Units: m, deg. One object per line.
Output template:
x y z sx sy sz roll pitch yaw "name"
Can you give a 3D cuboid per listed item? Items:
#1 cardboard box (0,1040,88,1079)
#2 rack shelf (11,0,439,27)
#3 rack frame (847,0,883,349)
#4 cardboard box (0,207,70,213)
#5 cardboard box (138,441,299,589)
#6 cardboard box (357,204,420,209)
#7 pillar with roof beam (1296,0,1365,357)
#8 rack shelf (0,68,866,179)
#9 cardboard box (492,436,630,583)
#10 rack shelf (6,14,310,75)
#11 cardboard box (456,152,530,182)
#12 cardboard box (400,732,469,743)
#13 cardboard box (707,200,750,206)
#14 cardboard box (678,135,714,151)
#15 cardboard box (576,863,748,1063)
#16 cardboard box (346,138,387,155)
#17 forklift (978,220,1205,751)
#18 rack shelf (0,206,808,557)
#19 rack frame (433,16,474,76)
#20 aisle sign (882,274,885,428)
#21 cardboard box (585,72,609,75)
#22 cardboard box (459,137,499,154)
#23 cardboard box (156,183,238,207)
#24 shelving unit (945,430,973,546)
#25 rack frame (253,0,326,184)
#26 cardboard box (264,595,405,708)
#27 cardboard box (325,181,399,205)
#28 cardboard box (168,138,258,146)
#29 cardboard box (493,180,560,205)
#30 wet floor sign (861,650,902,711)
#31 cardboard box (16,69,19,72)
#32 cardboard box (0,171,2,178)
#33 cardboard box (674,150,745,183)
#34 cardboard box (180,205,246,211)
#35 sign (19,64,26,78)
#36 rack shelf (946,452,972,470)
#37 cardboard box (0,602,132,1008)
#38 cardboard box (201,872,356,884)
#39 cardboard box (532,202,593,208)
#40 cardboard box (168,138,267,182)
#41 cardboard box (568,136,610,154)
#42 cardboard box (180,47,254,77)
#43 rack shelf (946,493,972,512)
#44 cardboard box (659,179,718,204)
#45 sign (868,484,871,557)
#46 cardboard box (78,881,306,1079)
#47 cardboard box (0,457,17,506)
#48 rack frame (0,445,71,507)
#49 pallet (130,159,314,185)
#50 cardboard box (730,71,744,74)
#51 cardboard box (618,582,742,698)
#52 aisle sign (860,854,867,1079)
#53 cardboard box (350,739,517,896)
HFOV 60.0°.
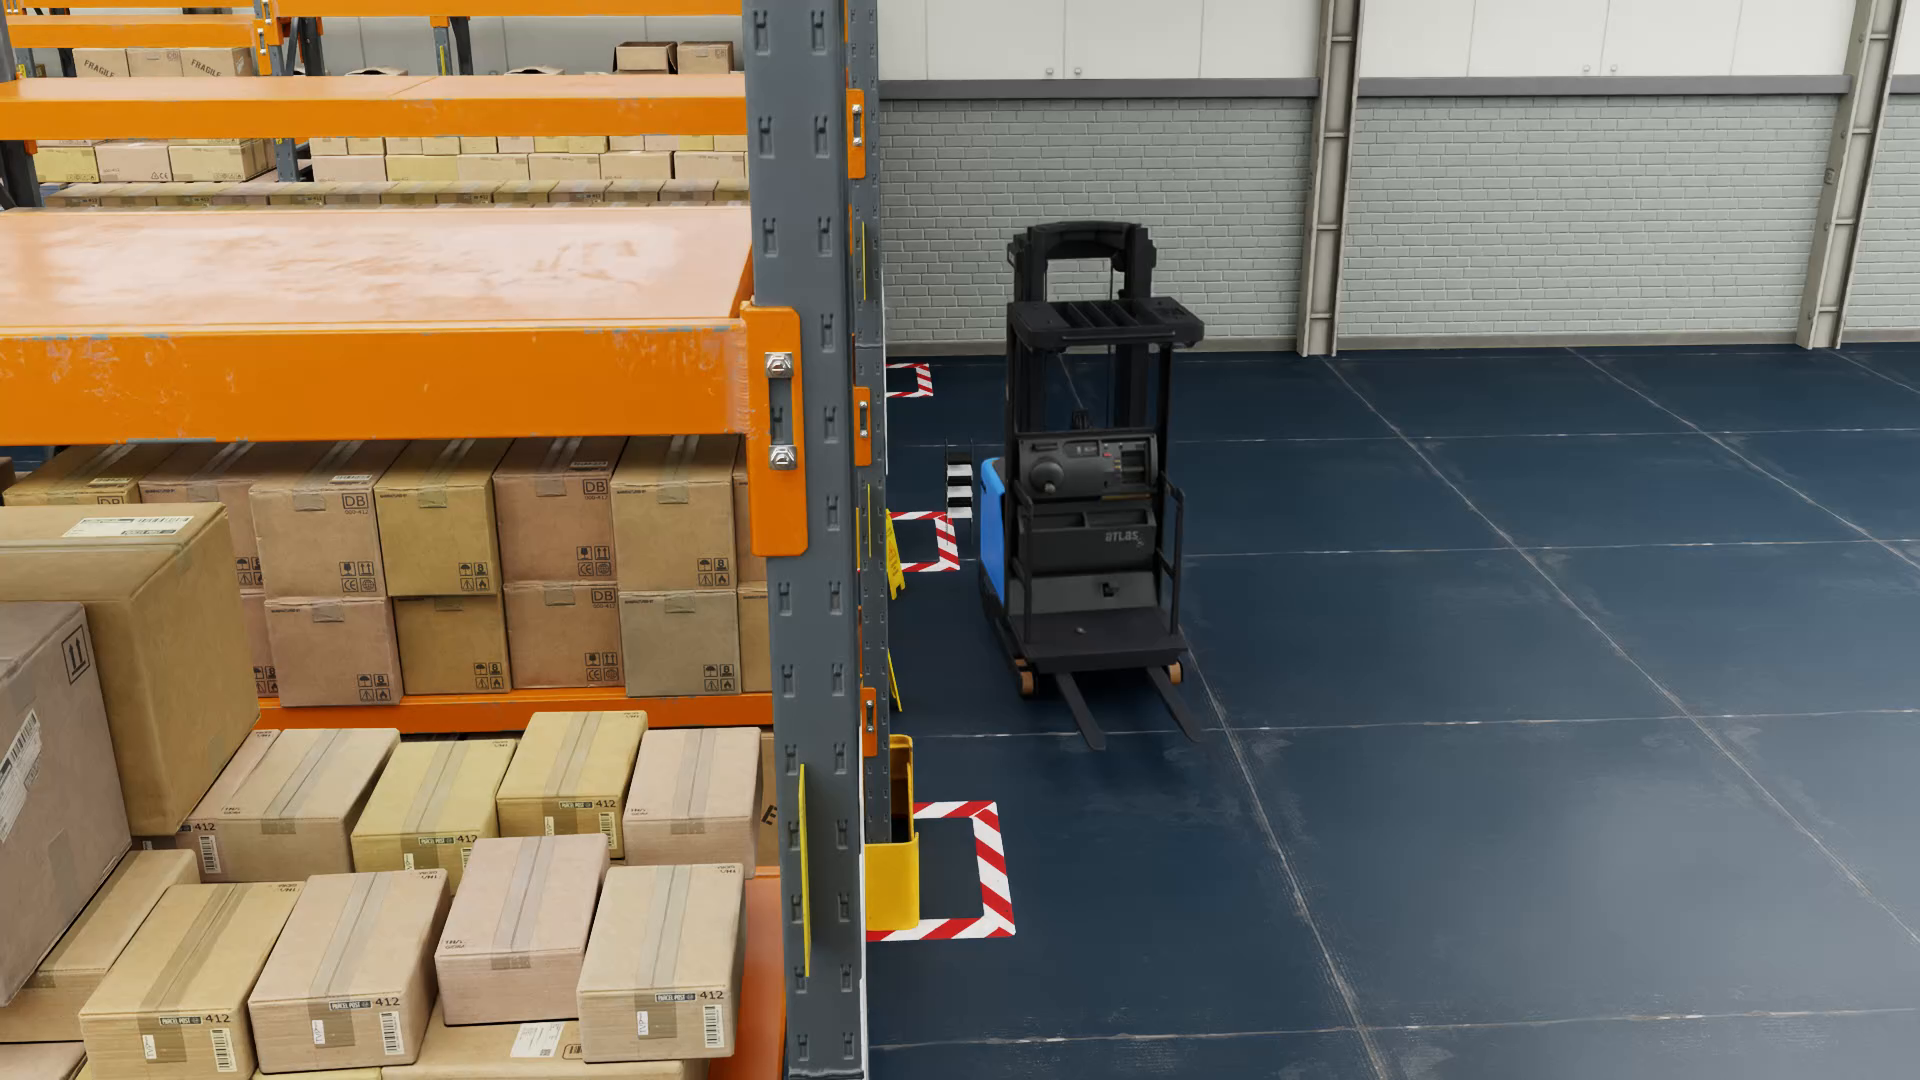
-1.730 0.921 2.982 0.500 0.250 0.500 -1 21 -2 "cardboard box"
-7.096 -5.308 16.489 4.000 0.370 1.077 -1 21 -3 "rack shelf"
-0.435 -2.434 7.366 0.127 3.000 1.000 -1 21 -3 "rack frame"
-4.046 -1.335 7.199 0.250 0.149 0.380 -1 21 -3 "cardboard box"
-3.516 -0.171 8.127 0.550 0.550 0.875 -1 21 -3 "cardboard box"
-2.527 -1.366 7.280 0.250 0.149 0.380 -1 21 -3 "cardboard box"
4.383 -4.852 13.717 0.400 9.000 9.100 -1 21 -3 "pillar with roof beam"
-2.432 -1.870 7.458 4.000 0.370 1.077 -1 21 -3 "rack shelf"
-1.919 -0.204 8.212 0.550 0.550 0.875 -1 21 -3 "cardboard box"
-6.809 -3.545 11.858 4.000 0.370 1.077 -1 21 -3 "rack shelf"
-3.342 -2.707 12.092 0.500 0.250 0.500 -1 21 -3 "cardboard box"
-2.897 1.240 8.543 0.875 0.875 0.875 -1 21 -3 "cardboard box"
-1.002 -1.398 7.363 0.250 0.149 0.380 -1 21 -3 "cardboard box"
-1.909 -2.942 12.148 0.250 0.149 0.380 -1 21 -3 "cardboard box"
-0.513 0.732 2.916 0.250 0.149 0.380 -1 21 -3 "cardboard box"
-4.221 -2.868 11.956 0.250 0.149 0.380 -1 21 -1 "cardboard box"
0.881 -0.480 10.764 1.130 2.935 3.031 -3 21 -9 "forklift"
-2.250 -0.291 2.755 4.000 0.370 1.077 -1 21 -3 "rack shelf"
-5.099 -5.872 16.397 0.127 3.000 1.000 -1 21 -3 "rack frame"
-0.382 -0.953 8.255 0.004 0.787 0.394 -1 21 -3 "aisle sign"
-3.600 -4.573 16.658 0.258 0.266 0.396 -2 21 -4 "cardboard box"
-3.449 -2.889 12.011 0.250 0.149 0.380 -2 21 -5 "cardboard box"
-3.579 -1.579 7.840 0.250 0.149 0.380 -1 21 -3 "cardboard box"
-0.008 -0.420 13.460 0.210 0.900 0.258 -1 21 -3 "shelving unit"
-4.812 -4.109 11.766 0.127 3.000 1.000 -1 21 -3 "rack frame"
-2.968 0.381 8.194 0.550 0.550 0.875 -1 21 -3 "cardboard box"
-2.822 -1.595 7.880 0.250 0.149 0.380 -1 21 -4 "cardboard box"
-5.384 -3.010 12.013 0.500 0.250 0.500 -1 21 -2 "cardboard box"
-2.056 -1.611 7.922 0.250 0.149 0.380 -1 21 -4 "cardboard box"
-0.520 0.766 10.701 0.232 0.644 0.267 -5 21 -12 "wet floor sign"
-9.419 -4.532 16.326 0.250 0.149 0.380 0 21 -1 "cardboard box"
-7.285 -2.715 12.176 0.637 0.503 0.797 -1 21 -3 "cardboard box"
-1.818 -2.746 12.195 0.500 0.250 0.500 -1 21 -4 "cardboard box"
-3.285 -1.351 7.241 0.250 0.149 0.380 -1 21 -4 "cardboard box"
-9.064 -4.438 16.119 0.005 0.325 0.100 -1 21 -3 "sign"
-0.008 -0.642 13.376 0.200 0.077 0.258 -1 21 -3 "rack shelf"
-1.786 0.434 2.788 0.500 0.500 0.500 -1 21 -3 "cardboard box"
-1.263 0.733 3.475 0.500 0.250 0.500 -2 21 -4 "cardboard box"
-1.765 -1.382 7.322 0.250 0.149 0.380 -1 21 -3 "cardboard box"
-5.387 -2.770 12.085 0.500 0.250 0.500 -2 21 -4 "cardboard box"
-2.669 -2.889 12.009 0.250 0.149 0.380 -1 21 -2 "cardboard box"
-7.340 -4.627 16.472 0.500 0.500 0.500 -1 21 -2 "cardboard box"
-0.008 -0.305 13.504 0.200 0.077 0.258 -1 21 -3 "rack shelf"
-1.292 -1.626 7.963 0.250 0.149 0.380 -1 21 -4 "cardboard box"
-0.418 -0.089 7.678 0.005 0.325 0.100 -1 21 -3 "sign"
-1.295 0.754 2.859 0.250 0.149 0.380 -1 21 -3 "cardboard box"
-4.924 -0.051 7.992 0.500 0.500 0.700 -2 21 -4 "cardboard box"
-4.429 0.451 8.220 0.127 3.000 1.000 -1 21 -3 "rack frame"
-5.435 -2.644 12.399 1.003 0.211 1.213 -1 21 -3 "pallet"
-2.169 -4.602 16.734 0.258 0.266 0.396 -1 21 -3 "cardboard box"
-1.351 0.342 8.295 0.550 0.550 0.875 -1 21 -3 "cardboard box"
-0.174 1.024 3.061 0.004 0.787 0.394 -1 21 -3 "aisle sign"
-1.051 0.559 3.371 0.250 0.149 0.380 -2 21 -4 "cardboard box"
